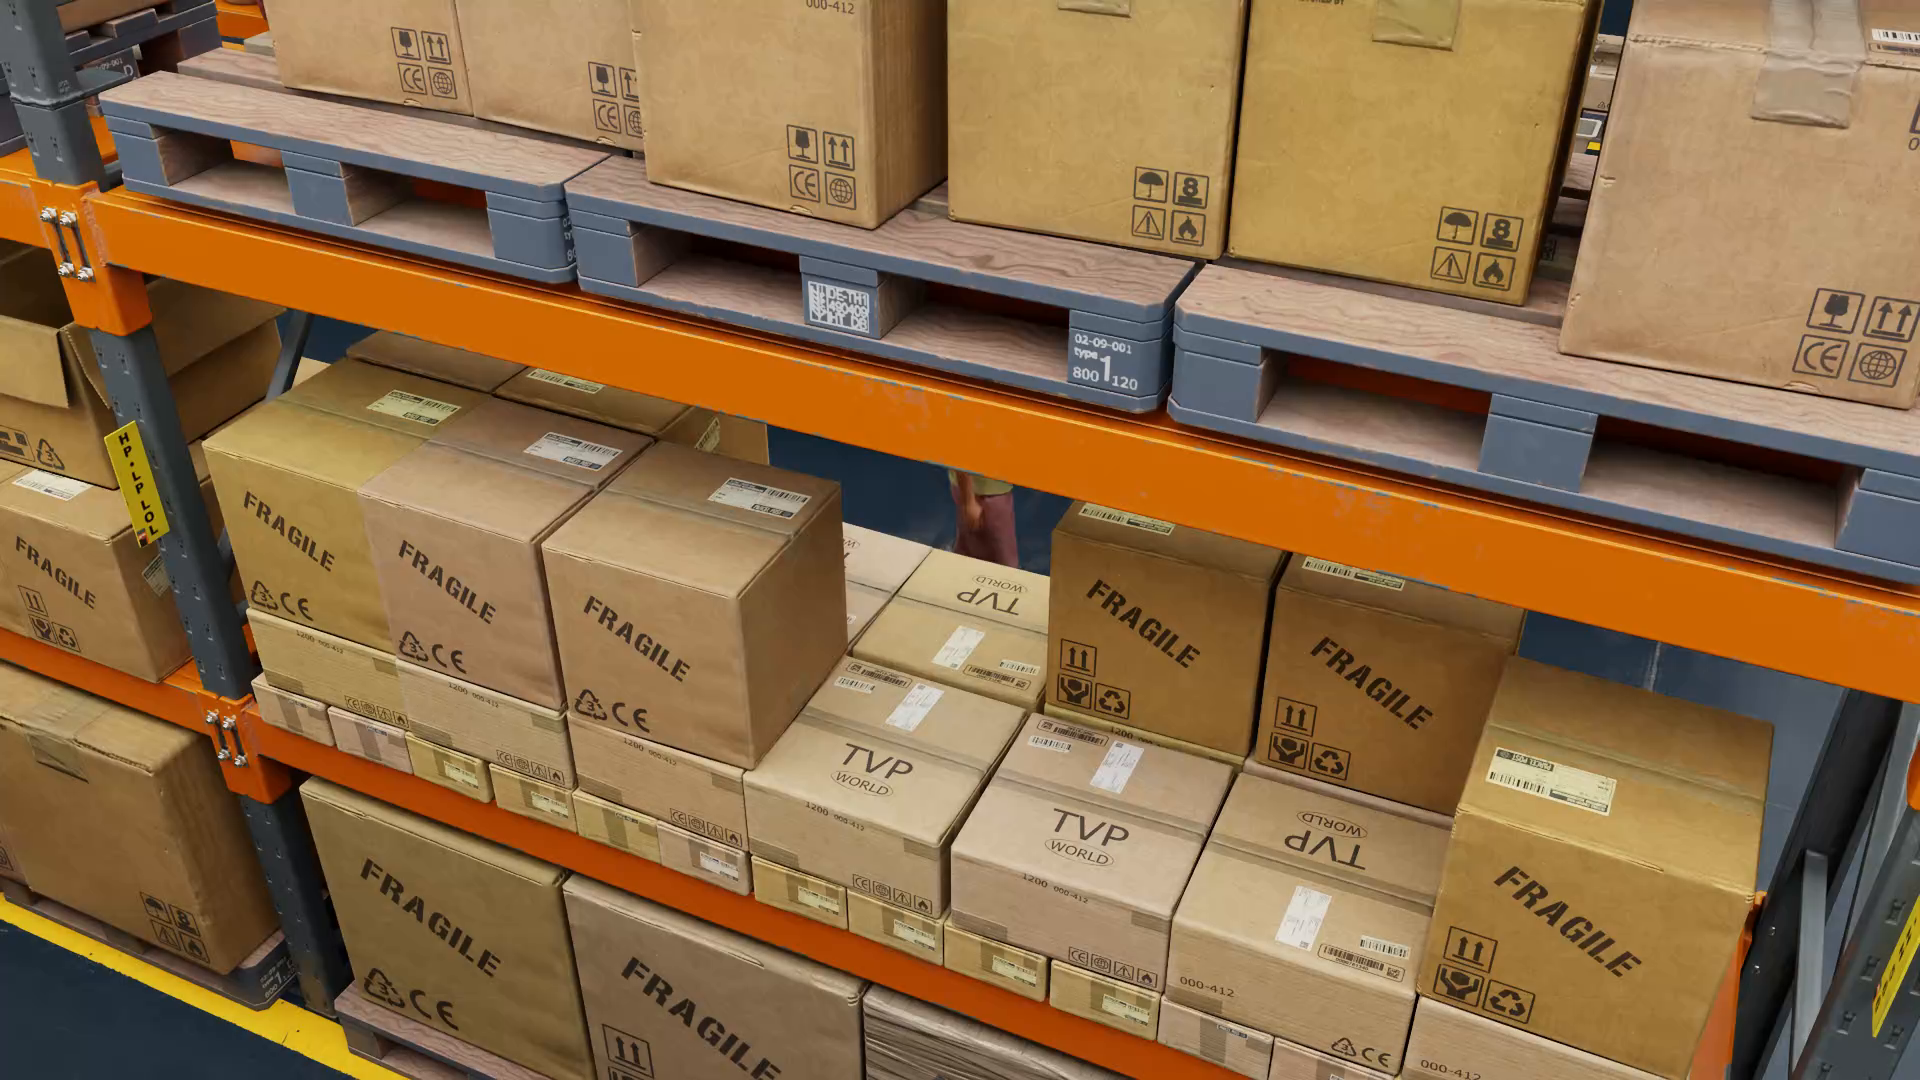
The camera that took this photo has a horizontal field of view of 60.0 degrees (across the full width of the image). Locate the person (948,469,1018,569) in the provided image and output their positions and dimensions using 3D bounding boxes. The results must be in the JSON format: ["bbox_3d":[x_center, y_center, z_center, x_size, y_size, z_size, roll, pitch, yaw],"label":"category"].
[{"bbox_3d":[0.025,-0.207,6.421,0.452,1.666,0.582,4,34,6],"label":"person"}]
